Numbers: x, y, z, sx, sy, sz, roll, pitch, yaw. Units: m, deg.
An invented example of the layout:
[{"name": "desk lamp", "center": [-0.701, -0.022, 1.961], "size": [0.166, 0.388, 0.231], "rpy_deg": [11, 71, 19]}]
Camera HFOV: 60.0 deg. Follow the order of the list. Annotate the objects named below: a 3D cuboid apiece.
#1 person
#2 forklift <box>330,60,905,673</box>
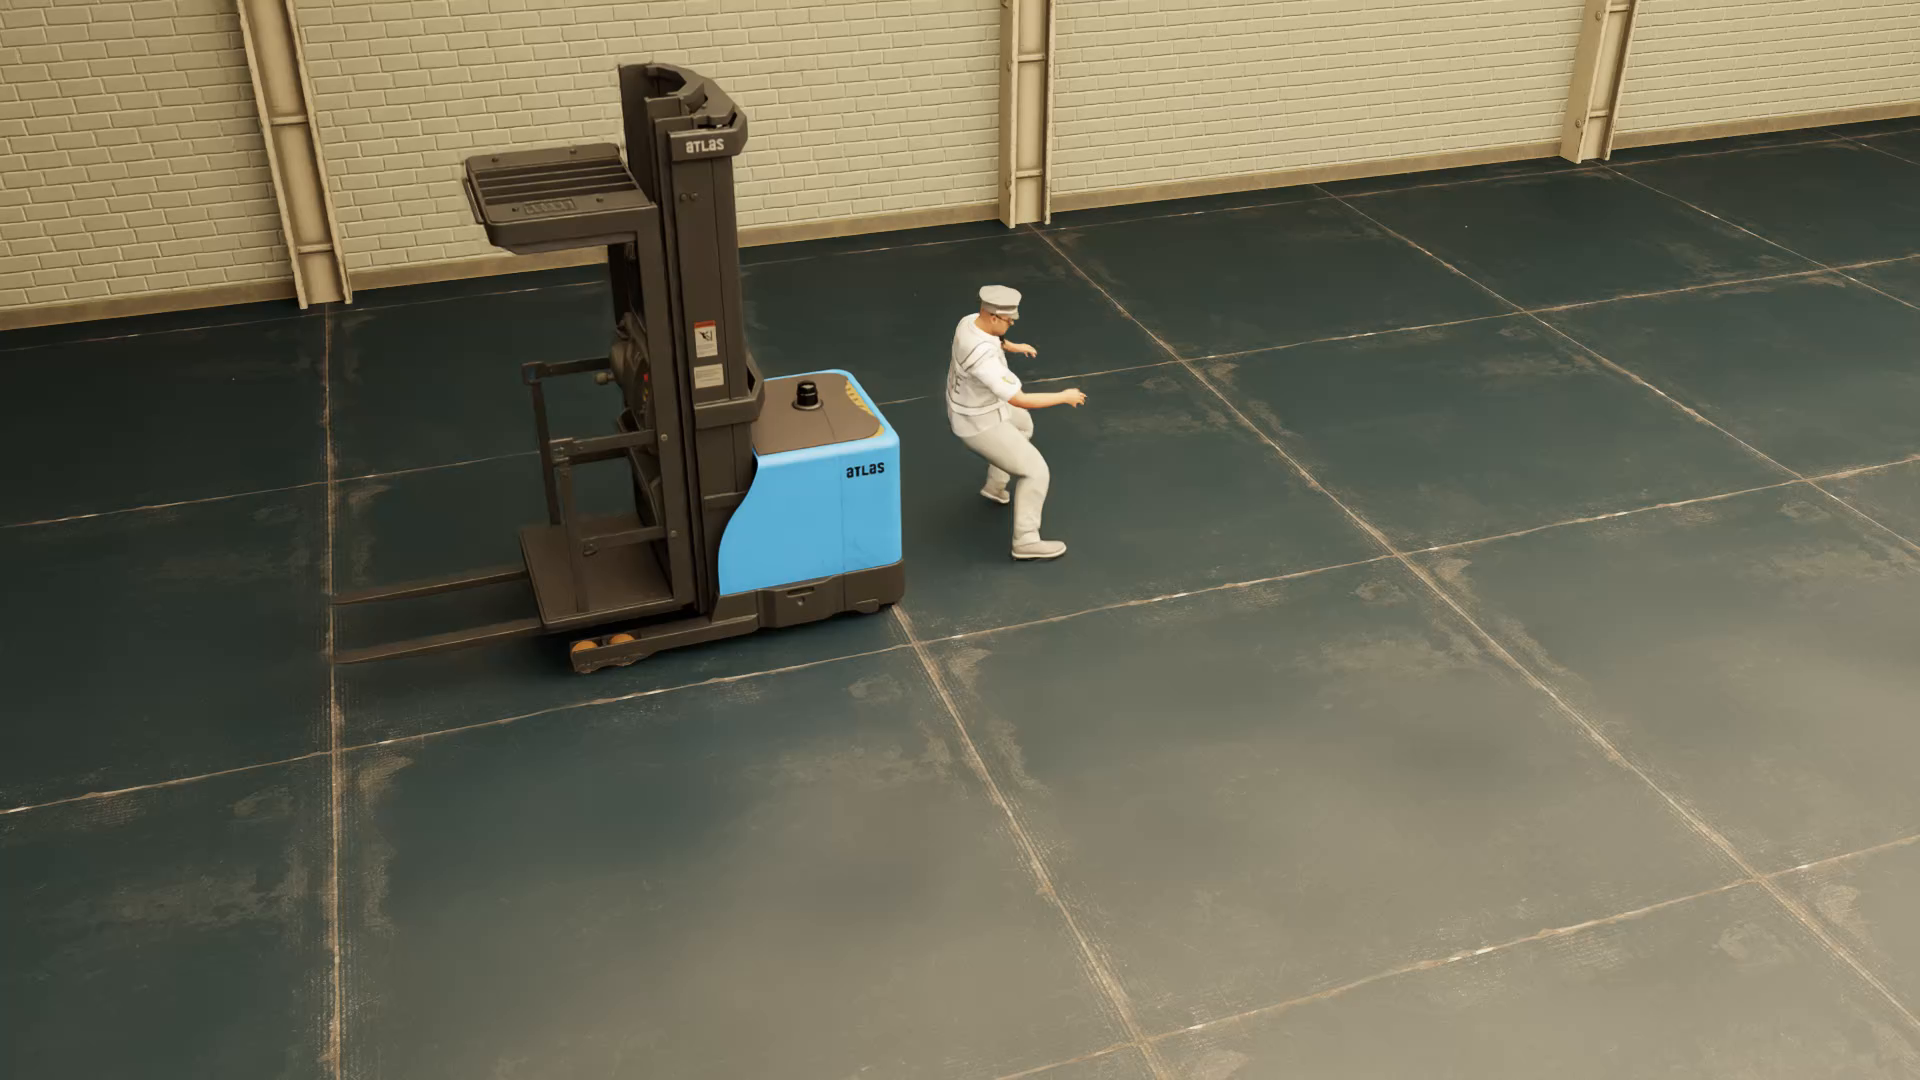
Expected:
[{"name": "person", "center": [0.317, -0.781, 9.817], "size": [0.777, 1.556, 0.935], "rpy_deg": [-4, 30, -7]}, {"name": "forklift", "center": [-1.882, -0.863, 8.588], "size": [3.031, 2.935, 1.130], "rpy_deg": [-10, 32, -17]}]
